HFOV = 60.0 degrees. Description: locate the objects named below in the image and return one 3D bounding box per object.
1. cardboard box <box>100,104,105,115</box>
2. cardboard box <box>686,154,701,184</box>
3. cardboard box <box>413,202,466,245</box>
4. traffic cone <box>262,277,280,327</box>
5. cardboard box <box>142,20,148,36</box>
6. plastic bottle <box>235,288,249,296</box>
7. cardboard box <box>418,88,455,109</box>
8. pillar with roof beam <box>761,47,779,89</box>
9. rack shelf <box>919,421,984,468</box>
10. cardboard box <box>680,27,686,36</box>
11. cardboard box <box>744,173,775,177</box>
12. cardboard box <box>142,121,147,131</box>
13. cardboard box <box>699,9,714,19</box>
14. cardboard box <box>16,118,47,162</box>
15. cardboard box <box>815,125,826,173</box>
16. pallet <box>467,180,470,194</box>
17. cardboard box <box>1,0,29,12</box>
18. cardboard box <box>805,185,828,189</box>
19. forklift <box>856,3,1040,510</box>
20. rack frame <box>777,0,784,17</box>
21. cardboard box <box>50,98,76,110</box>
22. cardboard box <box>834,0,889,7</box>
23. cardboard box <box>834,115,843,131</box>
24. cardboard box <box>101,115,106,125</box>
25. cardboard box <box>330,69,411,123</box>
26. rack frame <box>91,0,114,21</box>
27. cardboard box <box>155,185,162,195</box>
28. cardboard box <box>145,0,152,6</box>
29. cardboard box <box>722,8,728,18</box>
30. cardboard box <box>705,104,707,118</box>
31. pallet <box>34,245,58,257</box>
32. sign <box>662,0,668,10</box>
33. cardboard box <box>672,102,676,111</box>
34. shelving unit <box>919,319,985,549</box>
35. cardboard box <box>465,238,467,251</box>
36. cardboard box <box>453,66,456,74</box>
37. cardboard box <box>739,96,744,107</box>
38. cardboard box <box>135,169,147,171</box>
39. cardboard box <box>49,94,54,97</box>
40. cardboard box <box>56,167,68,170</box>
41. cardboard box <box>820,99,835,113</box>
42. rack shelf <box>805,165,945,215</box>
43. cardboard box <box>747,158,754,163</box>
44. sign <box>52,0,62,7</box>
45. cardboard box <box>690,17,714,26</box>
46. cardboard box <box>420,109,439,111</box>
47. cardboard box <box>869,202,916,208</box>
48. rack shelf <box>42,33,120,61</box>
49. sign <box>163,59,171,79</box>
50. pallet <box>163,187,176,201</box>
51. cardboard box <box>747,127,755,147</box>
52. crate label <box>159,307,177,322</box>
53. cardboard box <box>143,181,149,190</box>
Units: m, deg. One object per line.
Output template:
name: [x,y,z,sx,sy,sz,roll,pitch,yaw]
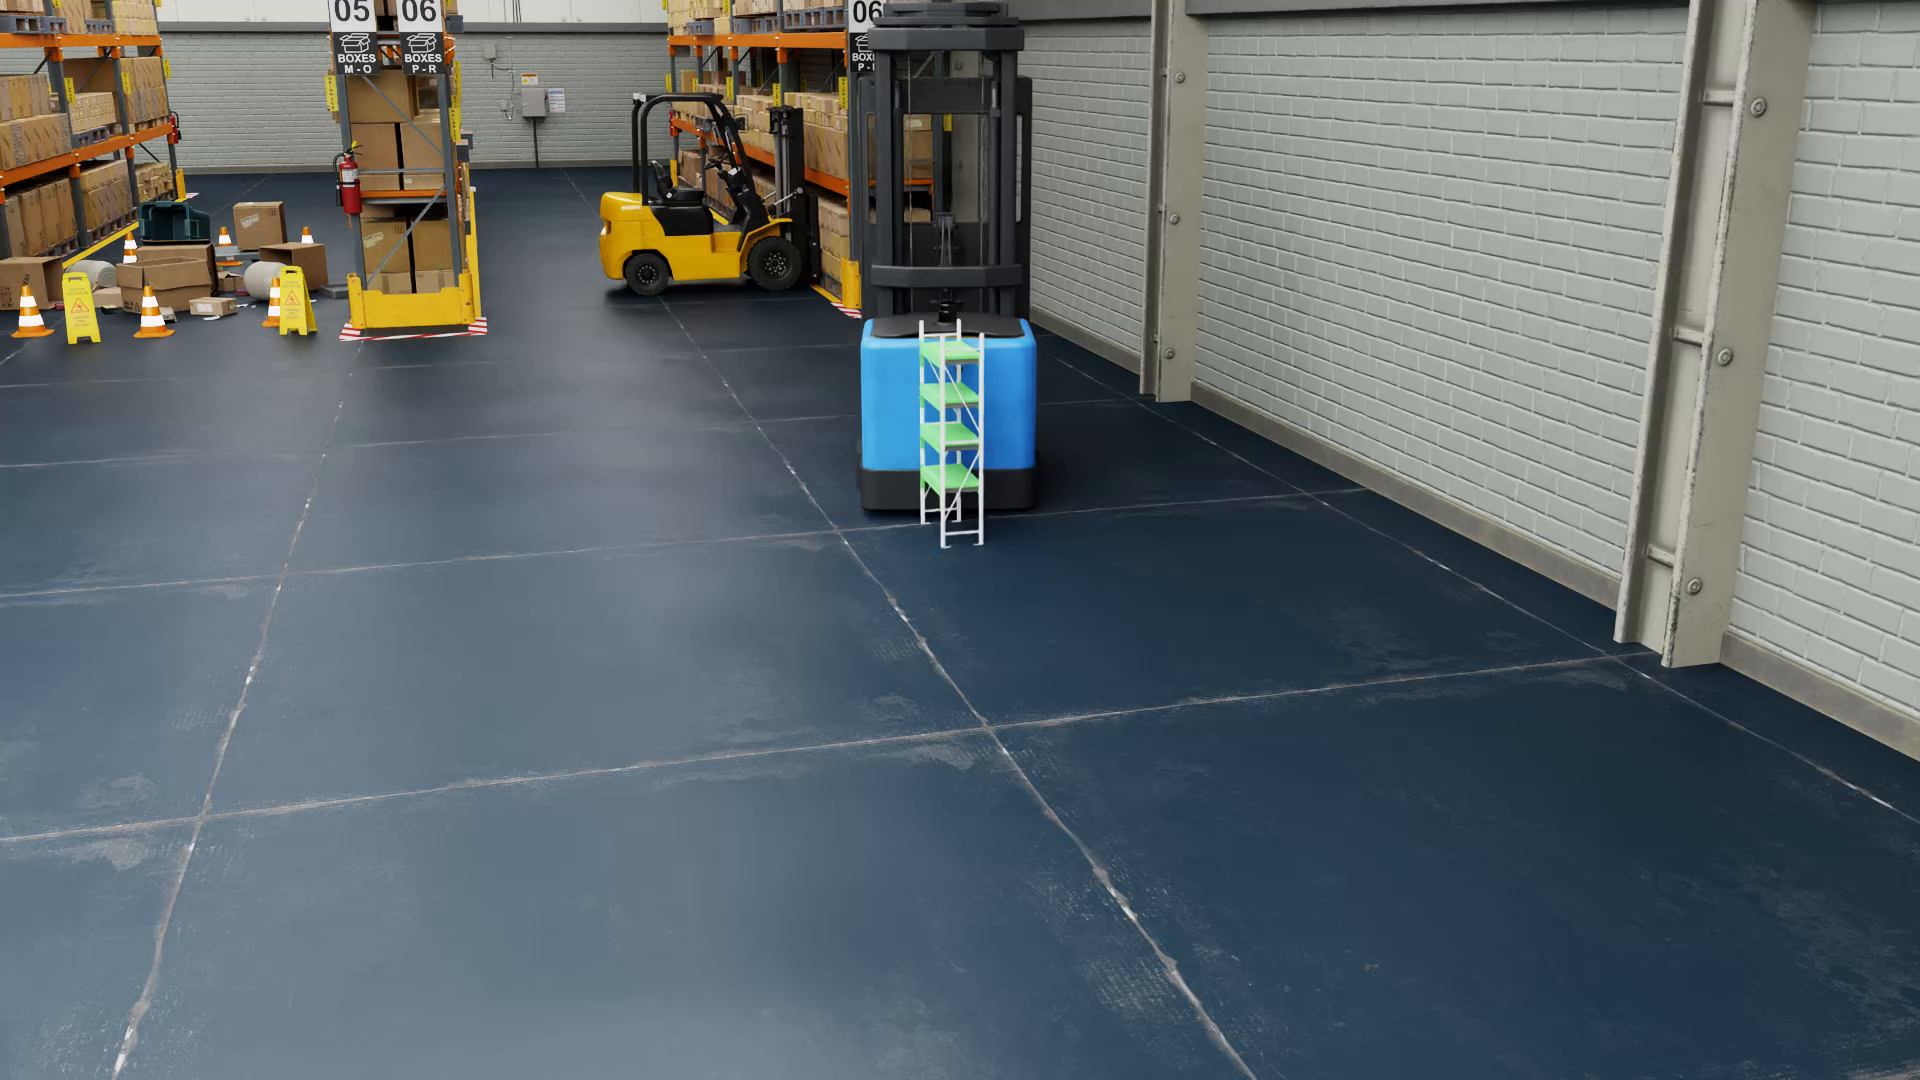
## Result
cardboard box: [-12.959,-6.398,24.727,0.380,0.149,0.250,-5,18,-17]
cardboard box: [-4.749,-6.839,30.620,0.500,0.500,0.500,-4,17,-14]
cardboard box: [-5.842,-3.512,18.675,0.500,0.500,0.500,-4,17,-12]
traffic cone: [-6.805,-2.388,16.597,0.336,0.463,0.334,-5,17,-15]
cardboard box: [-13.925,-8.573,27.826,0.500,0.250,0.500,-4,17,-13]
plastic bottle: [-7.994,-2.780,18.600,0.133,0.061,0.283,-2,17,-6]
cardboard box: [-6.399,-5.236,20.249,0.500,0.500,0.500,-4,17,-14]
pillar with roof beam: [-7.437,-10.095,27.418,9.100,9.000,0.400,-5,17,-15]
rack shelf: [-0.050,-0.542,9.393,0.258,0.148,0.480,-4,17,-14]
cardboard box: [-4.807,-9.115,29.804,0.380,0.149,0.250,-4,17,-14]
cardboard box: [-2.715,-5.083,24.556,0.875,0.625,0.625,-4,17,-13]
cardboard box: [-13.648,-6.830,27.413,0.380,0.149,0.250,-4,17,-13]
cardboard box: [-3.990,-8.468,26.746,0.380,0.149,0.250,-5,17,-16]
cardboard box: [-11.577,-4.906,20.398,0.500,0.500,0.500,-4,17,-14]
cardboard box: [-1.338,-4.429,18.808,0.500,0.500,0.500,-5,17,-16]
pallet: [-9.549,-6.461,30.595,1.003,0.211,1.213,-5,17,-15]
cardboard box: [-11.630,-6.654,20.099,0.500,0.500,0.500,-5,17,-15]
cardboard box: [-1.943,-4.290,20.833,0.500,0.250,0.500,-5,17,-16]
forklift: [-0.100,-1.951,10.853,1.130,2.935,3.031,0,17,-1]
rack frame: [-1.774,-7.959,20.306,1.000,3.000,0.127,-5,17,-15]
cardboard box: [-12.457,-6.031,22.987,0.380,0.149,0.250,-5,17,-16]
cardboard box: [-1.031,-5.816,17.309,0.500,0.500,0.500,-4,17,-13]
cardboard box: [-1.139,-4.480,17.851,0.380,0.149,0.250,-4,17,-14]
cardboard box: [-12.969,-6.262,24.792,0.380,0.149,0.250,-6,18,-18]
cardboard box: [-5.797,-4.379,16.388,0.700,0.500,0.500,-5,17,-17]
rack frame: [-13.476,-9.359,24.967,1.000,3.000,0.127,-5,17,-15]
cardboard box: [-13.806,-5.946,28.258,0.380,0.149,0.250,-4,17,-14]
cardboard box: [-14.201,-9.319,28.746,0.380,0.149,0.250,-5,17,-16]
cardboard box: [-3.413,-8.040,25.358,0.380,0.149,0.250,-5,17,-15]
cardboard box: [-3.960,-7.021,27.115,0.396,0.266,0.258,-4,17,-13]
pallet: [-11.901,-3.483,20.681,1.003,0.211,1.213,-5,17,-15]
sign: [-5.594,-10.217,31.519,0.100,0.325,0.005,-5,17,-15]
cardboard box: [-5.207,-8.329,31.710,0.500,0.250,0.500,-5,17,-15]
shelving unit: [-0.050,-0.603,9.375,0.258,1.200,0.503,-4,17,-14]
cardboard box: [-6.125,-3.434,19.721,0.500,0.250,0.500,-4,17,-13]
cardboard box: [-8.905,-7.866,28.512,0.500,0.500,0.500,-4,17,-14]
cardboard box: [-2.995,-6.366,24.129,0.380,0.149,0.250,-4,17,-14]
cardboard box: [-13.746,-6.081,27.675,0.380,0.149,0.250,-5,18,-18]
cardboard box: [-13.593,-6.489,24.514,0.380,0.149,0.250,-5,17,-16]
cardboard box: [-13.091,-5.192,23.833,0.500,0.250,0.500,-4,17,-14]
cardboard box: [-1.347,-4.837,18.522,0.380,0.149,0.250,-4,17,-14]
rack shelf: [-1.225,-4.188,19.431,1.077,0.370,4.000,-5,17,-15]
cardboard box: [-3.322,-6.246,27.520,0.380,0.149,0.250,-4,17,-14]
sign: [-11.841,-7.143,21.768,0.100,0.325,0.005,-5,17,-15]
cardboard box: [-4.346,-8.920,28.462,0.500,0.250,0.500,-5,17,-15]
cardboard box: [-6.185,-4.780,19.459,0.500,0.500,0.500,-5,17,-17]
cardboard box: [-0.766,-3.628,18.629,0.500,0.250,0.500,-5,17,-15]
rack shelf: [-12.926,-7.025,23.661,1.077,0.370,4.000,-5,17,-15]
sign: [-14.036,-8.337,29.429,0.100,0.325,0.005,-5,17,-15]
pallet: [-14.365,-6.008,29.088,1.003,0.211,1.213,-5,17,-15]
cardboard box: [-2.705,-5.697,23.464,0.500,0.250,0.500,-5,18,-17]
crate label: [-8.055,-2.263,16.747,0.298,0.136,0.250,16,23,42]
cardboard box: [-13.650,-5.870,27.488,0.380,0.149,0.250,-4,17,-13]
